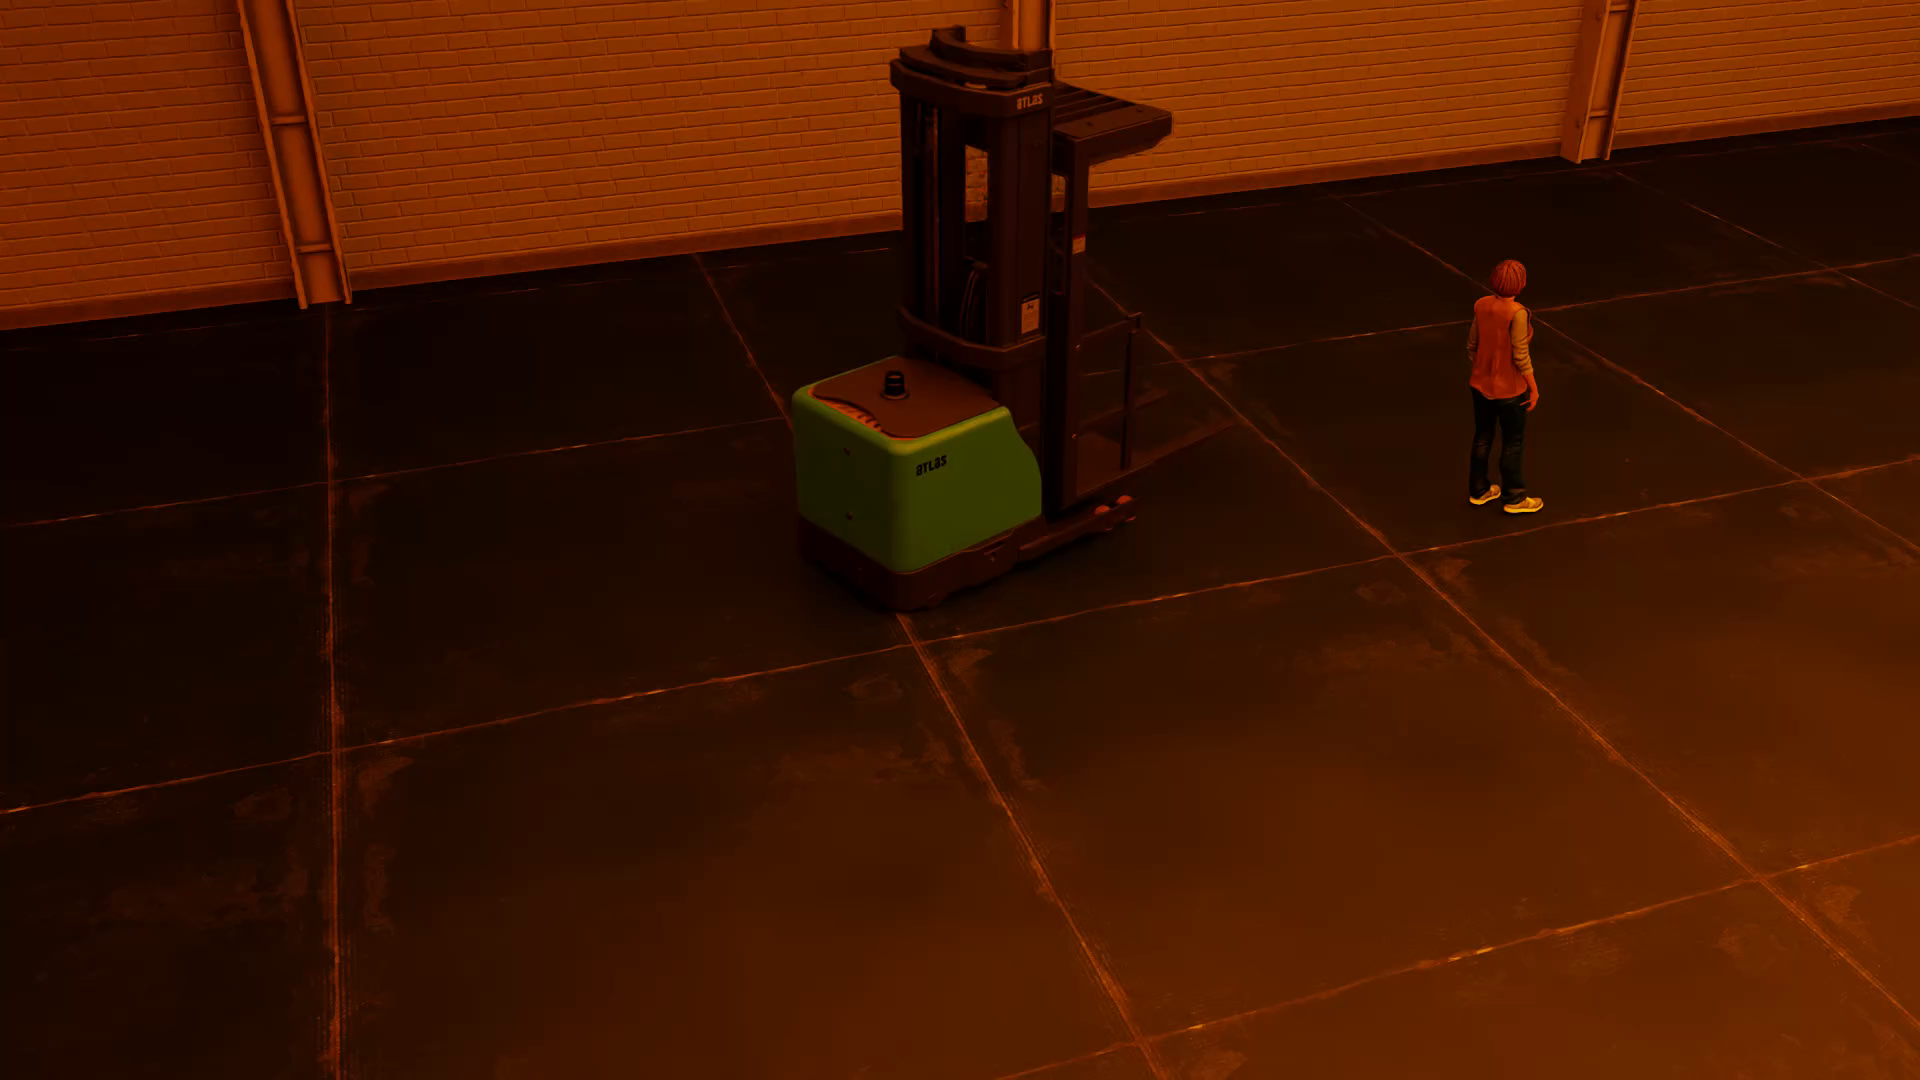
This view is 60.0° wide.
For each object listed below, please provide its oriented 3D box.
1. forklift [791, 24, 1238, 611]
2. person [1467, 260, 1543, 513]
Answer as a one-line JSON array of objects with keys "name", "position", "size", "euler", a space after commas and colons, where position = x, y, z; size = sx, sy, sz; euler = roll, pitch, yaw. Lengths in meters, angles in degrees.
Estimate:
[{"name": "forklift", "position": [0.475, -1.488, 9.673], "size": [3.031, 2.935, 1.130], "euler": [-24, 37, -35]}, {"name": "person", "position": [3.312, -0.927, 10.044], "size": [0.474, 1.576, 0.519], "euler": [-16, 34, -26]}]
